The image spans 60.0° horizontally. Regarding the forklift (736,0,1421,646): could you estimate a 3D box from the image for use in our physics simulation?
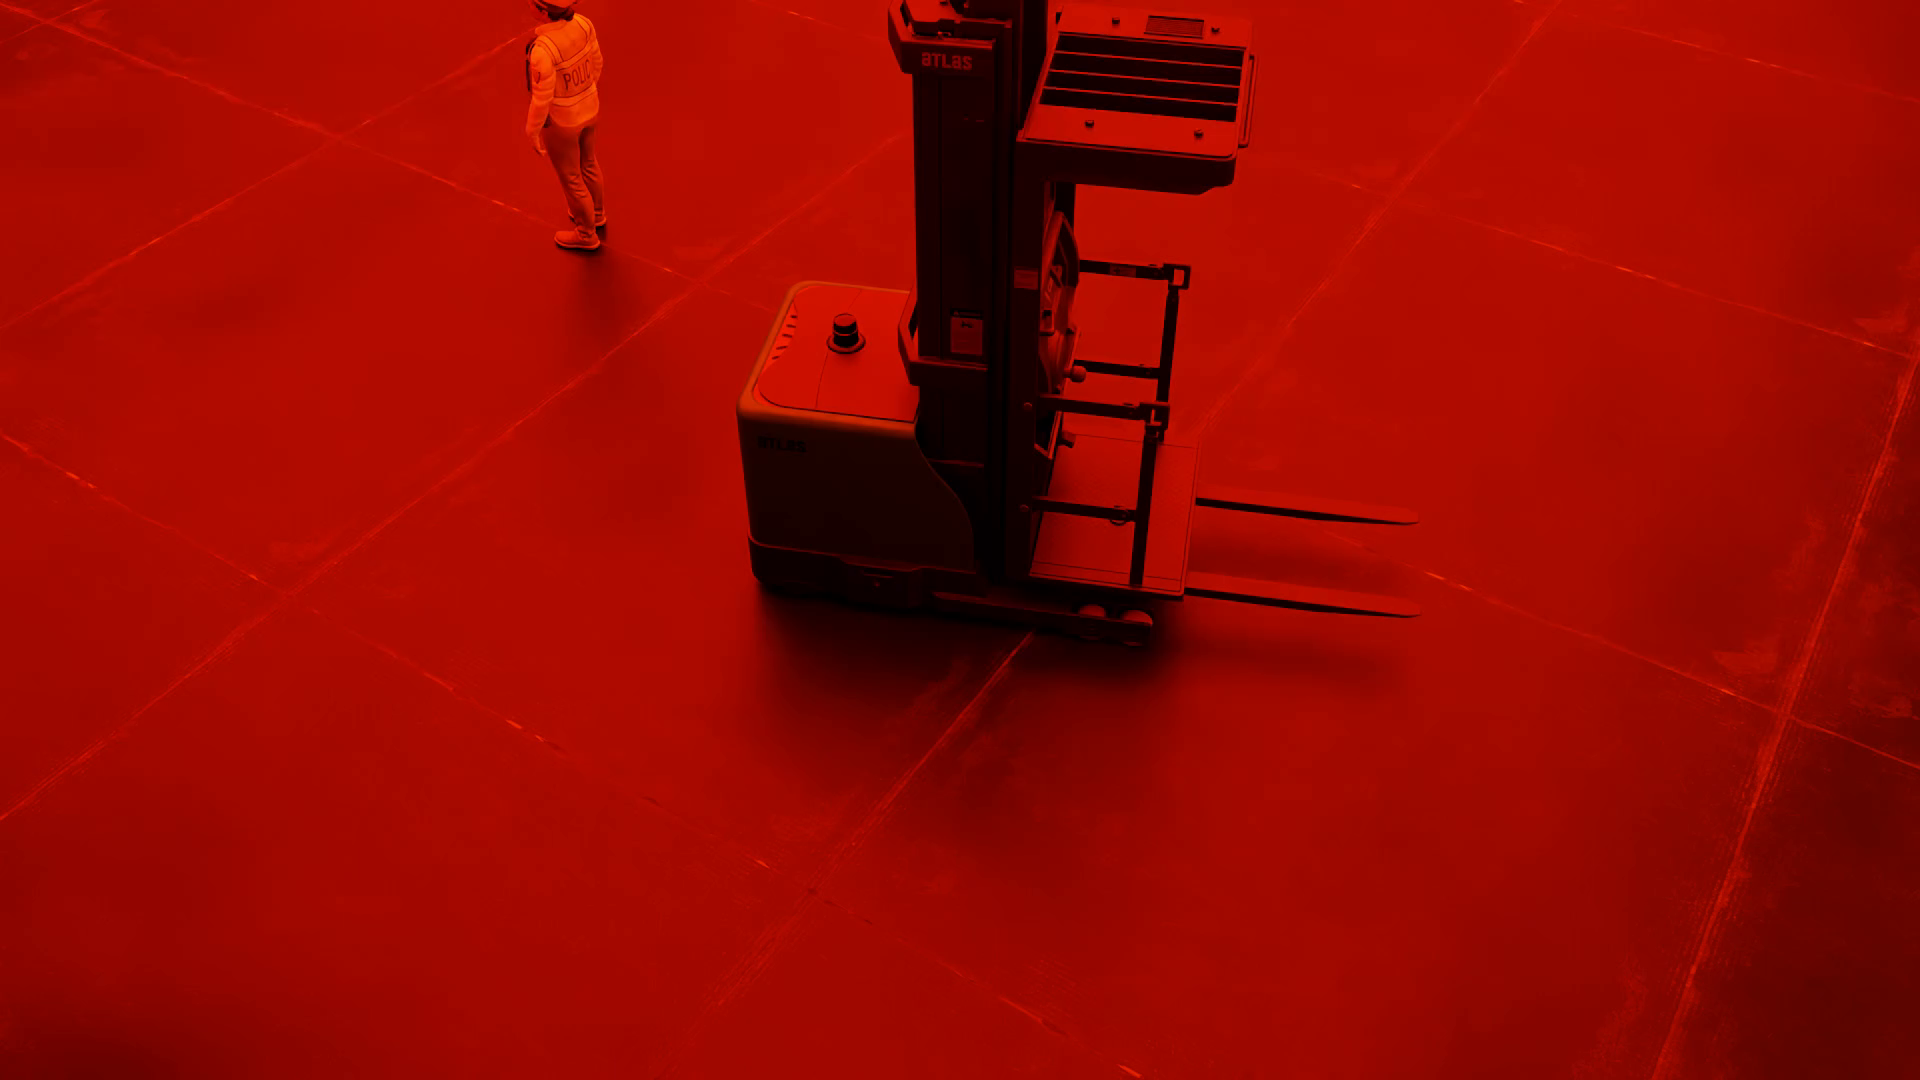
[{"bbox_3d":[0.598,-0.987,6.890,3.031,2.935,1.130,7,44,8],"label":"forklift"}]

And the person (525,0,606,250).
[{"bbox_3d":[-2.232,-2.370,9.237,0.534,1.697,0.588,20,47,20],"label":"person"}]
